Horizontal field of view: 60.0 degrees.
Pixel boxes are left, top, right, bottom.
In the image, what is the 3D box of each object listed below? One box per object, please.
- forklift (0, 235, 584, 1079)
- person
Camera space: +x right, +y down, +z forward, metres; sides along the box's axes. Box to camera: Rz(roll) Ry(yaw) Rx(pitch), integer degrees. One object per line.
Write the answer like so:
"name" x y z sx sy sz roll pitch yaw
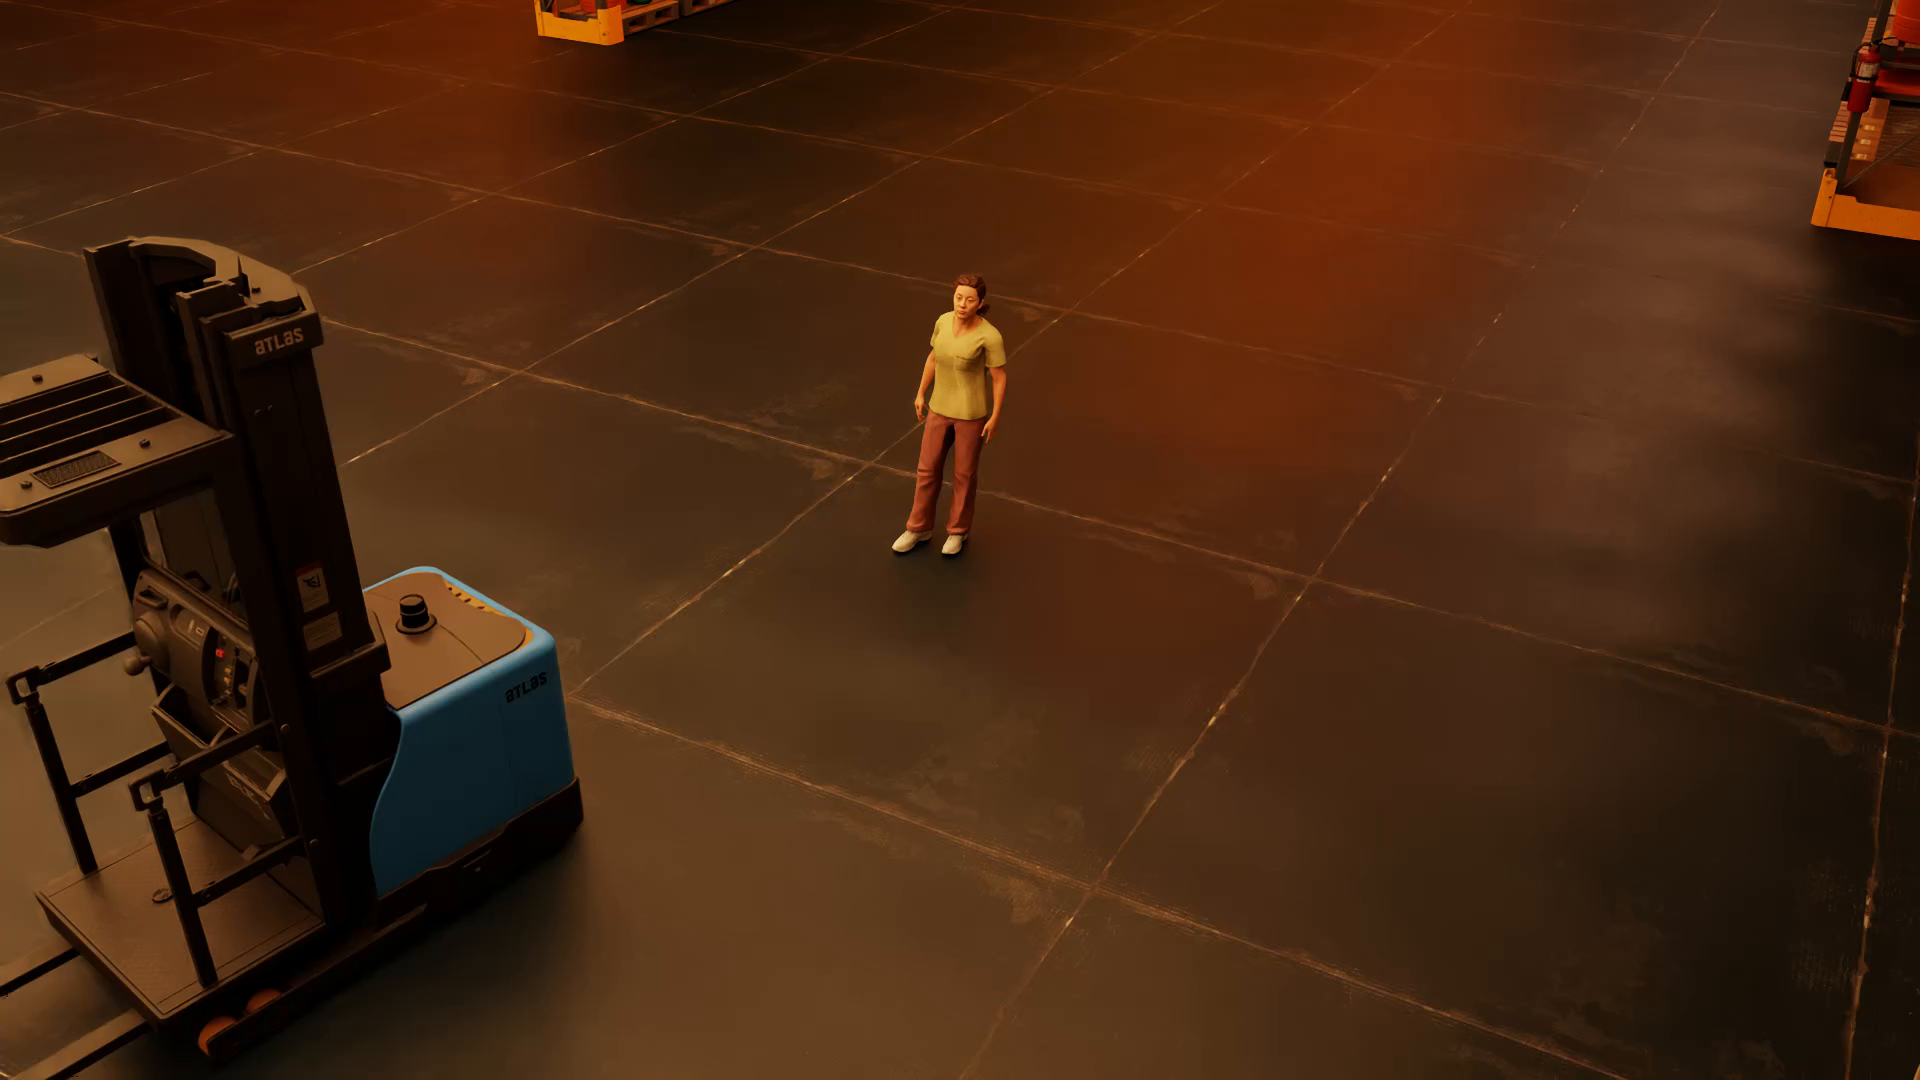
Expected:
"forklift" -3.070 0.473 6.252 1.130 2.935 3.031 23 37 34
"person" -0.046 -0.703 9.529 0.553 1.673 0.548 15 33 25
